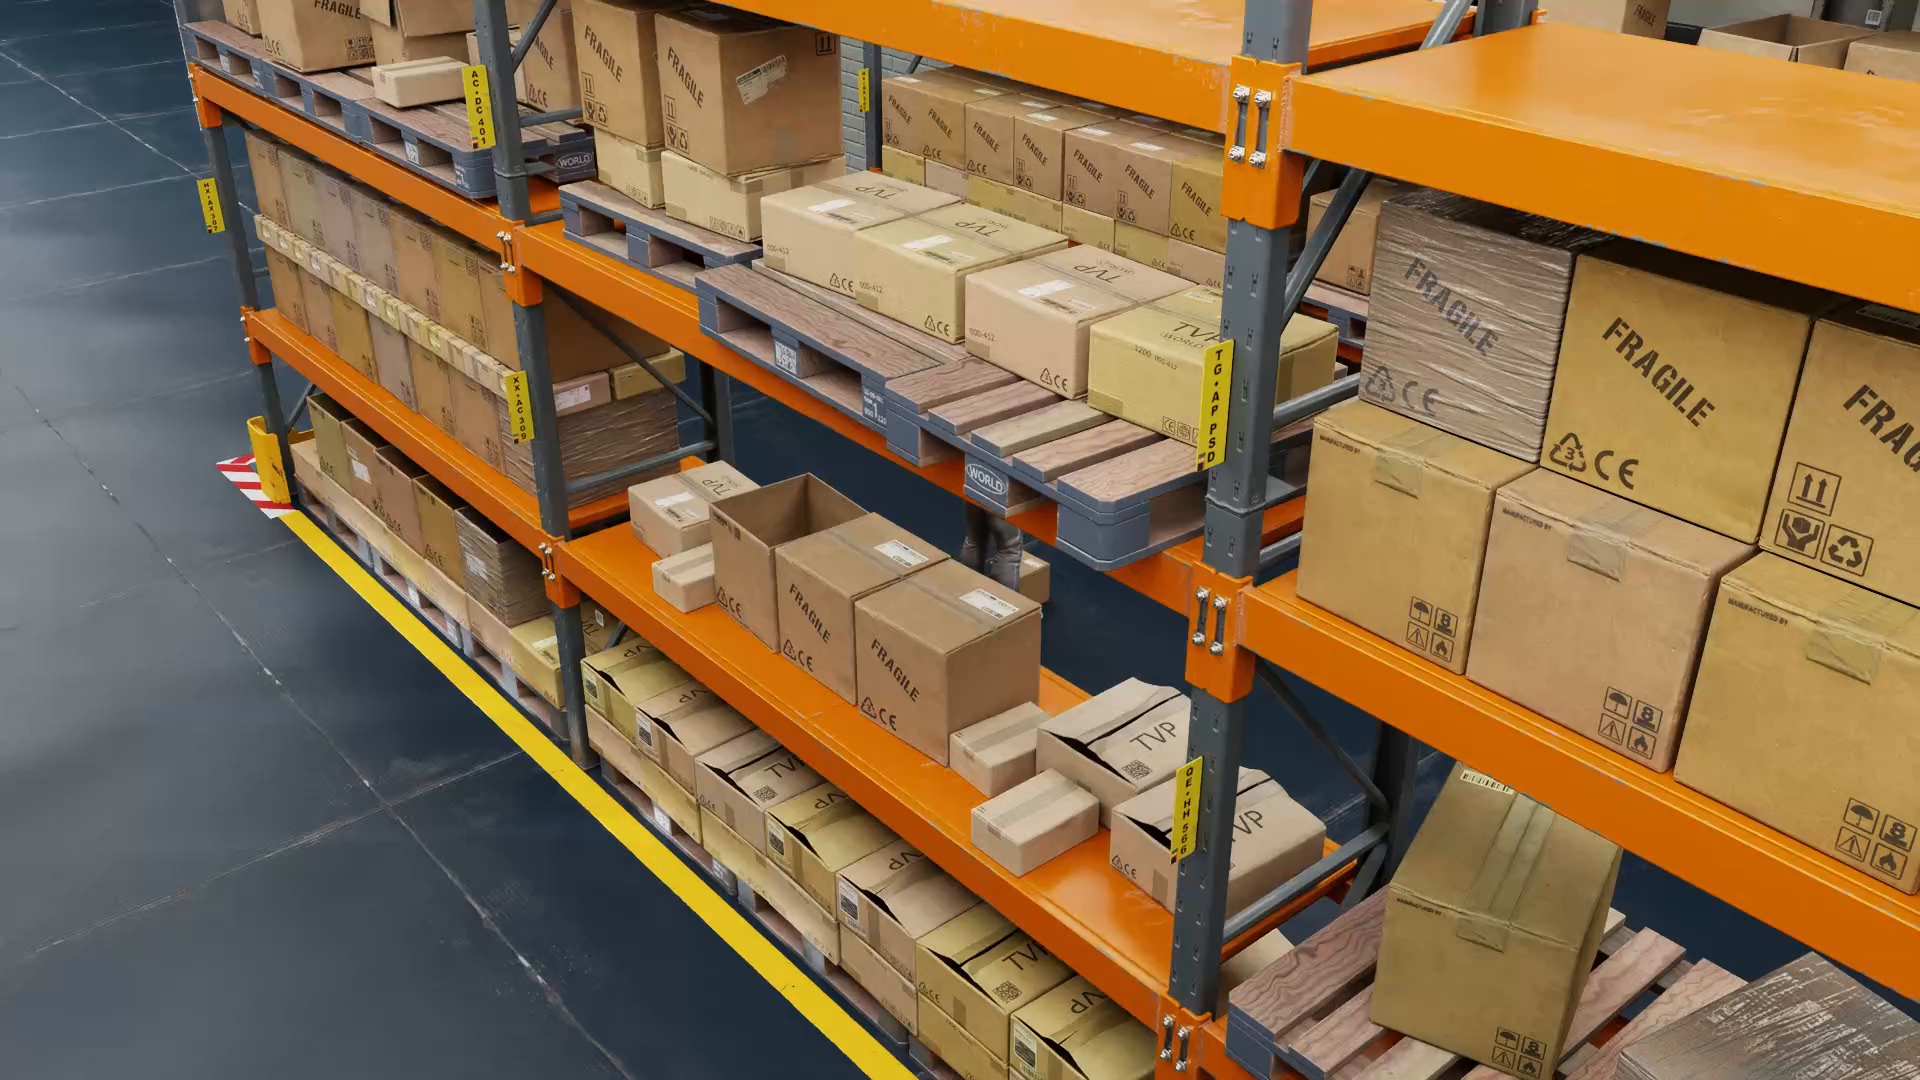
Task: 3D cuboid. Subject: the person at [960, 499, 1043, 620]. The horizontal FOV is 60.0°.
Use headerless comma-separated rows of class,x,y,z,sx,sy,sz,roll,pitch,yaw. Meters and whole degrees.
person,0.186,-0.344,9.250,0.460,1.760,0.625,-22,35,-35
